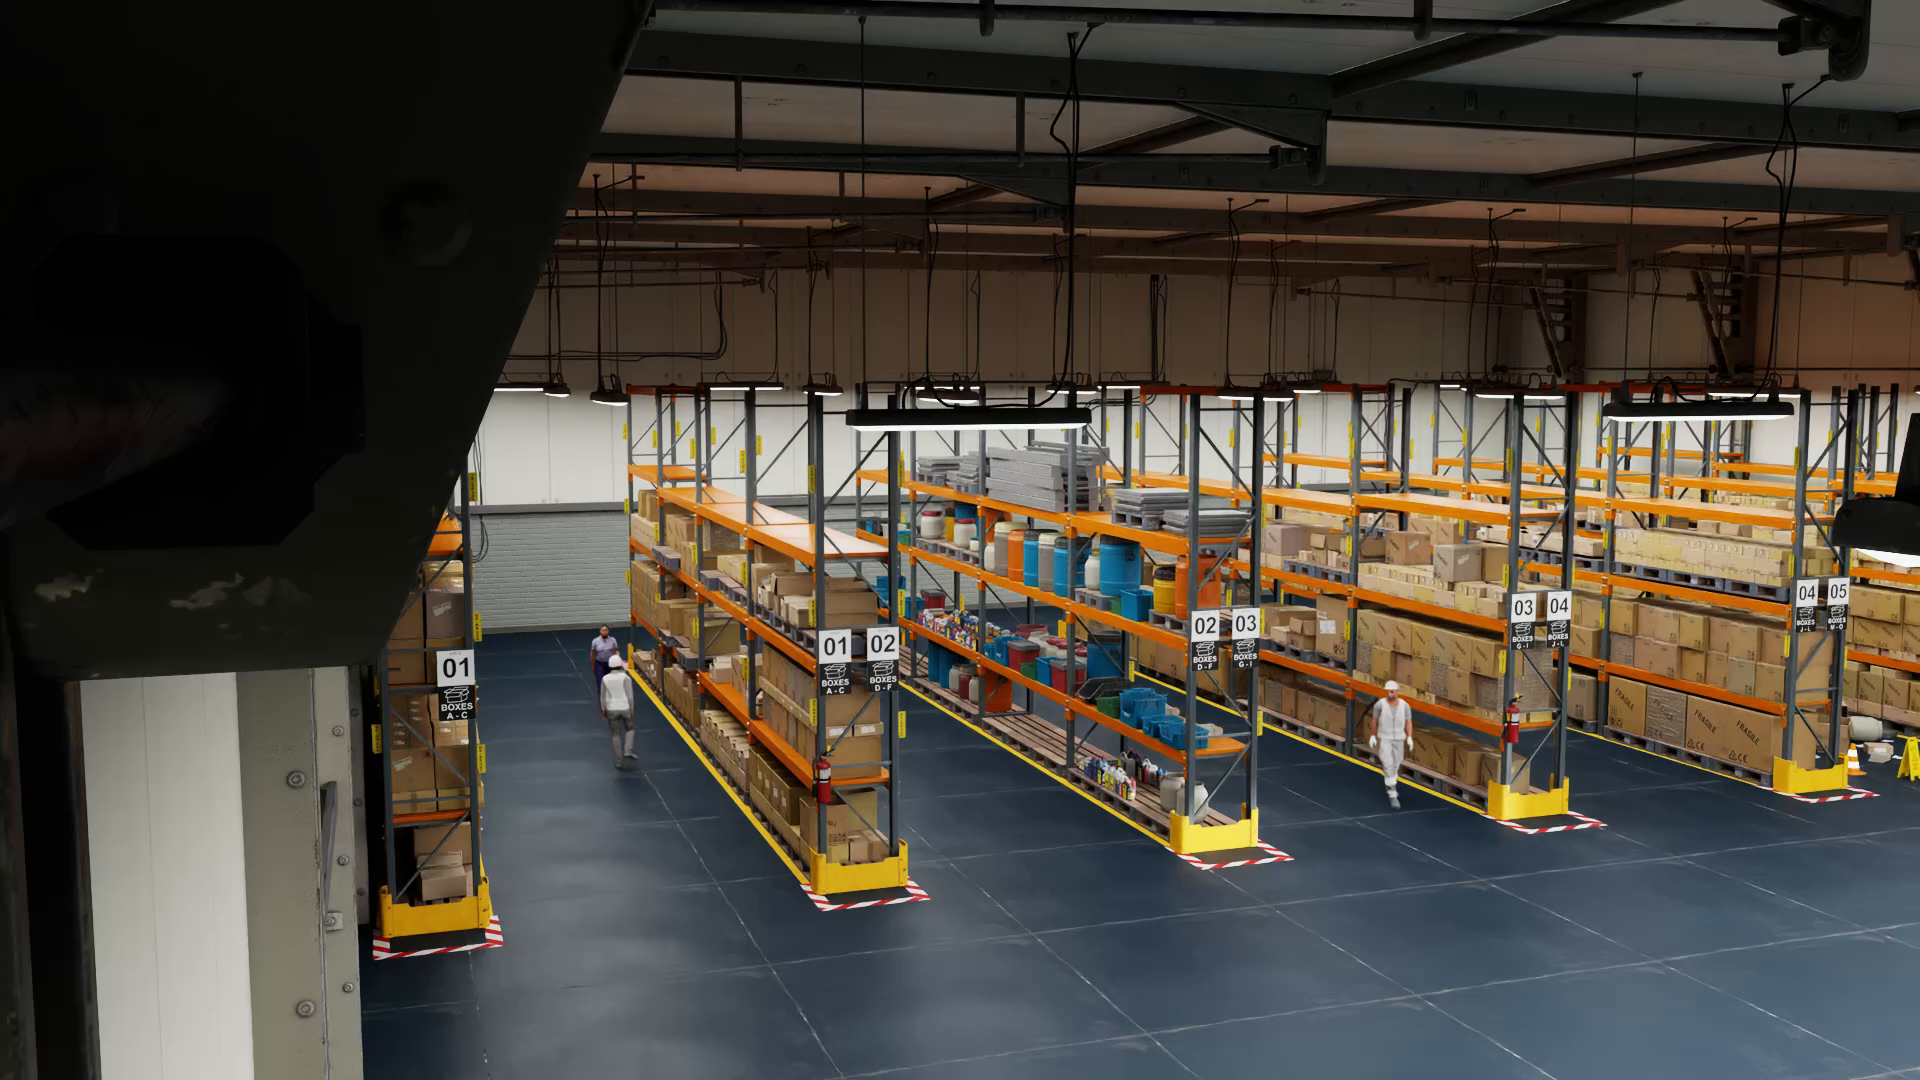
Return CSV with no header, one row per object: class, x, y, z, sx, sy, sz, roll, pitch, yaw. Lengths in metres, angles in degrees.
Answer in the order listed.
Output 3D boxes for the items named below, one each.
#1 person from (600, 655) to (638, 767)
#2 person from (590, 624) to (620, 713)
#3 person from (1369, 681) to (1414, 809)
person,-5.437,2.712,26.492,0.579,1.763,0.484,-1,6,-10
person,-6.564,2.346,30.815,0.524,1.580,1.032,-2,6,-21
person,6.307,2.945,24.265,0.576,1.791,0.811,0,6,0
